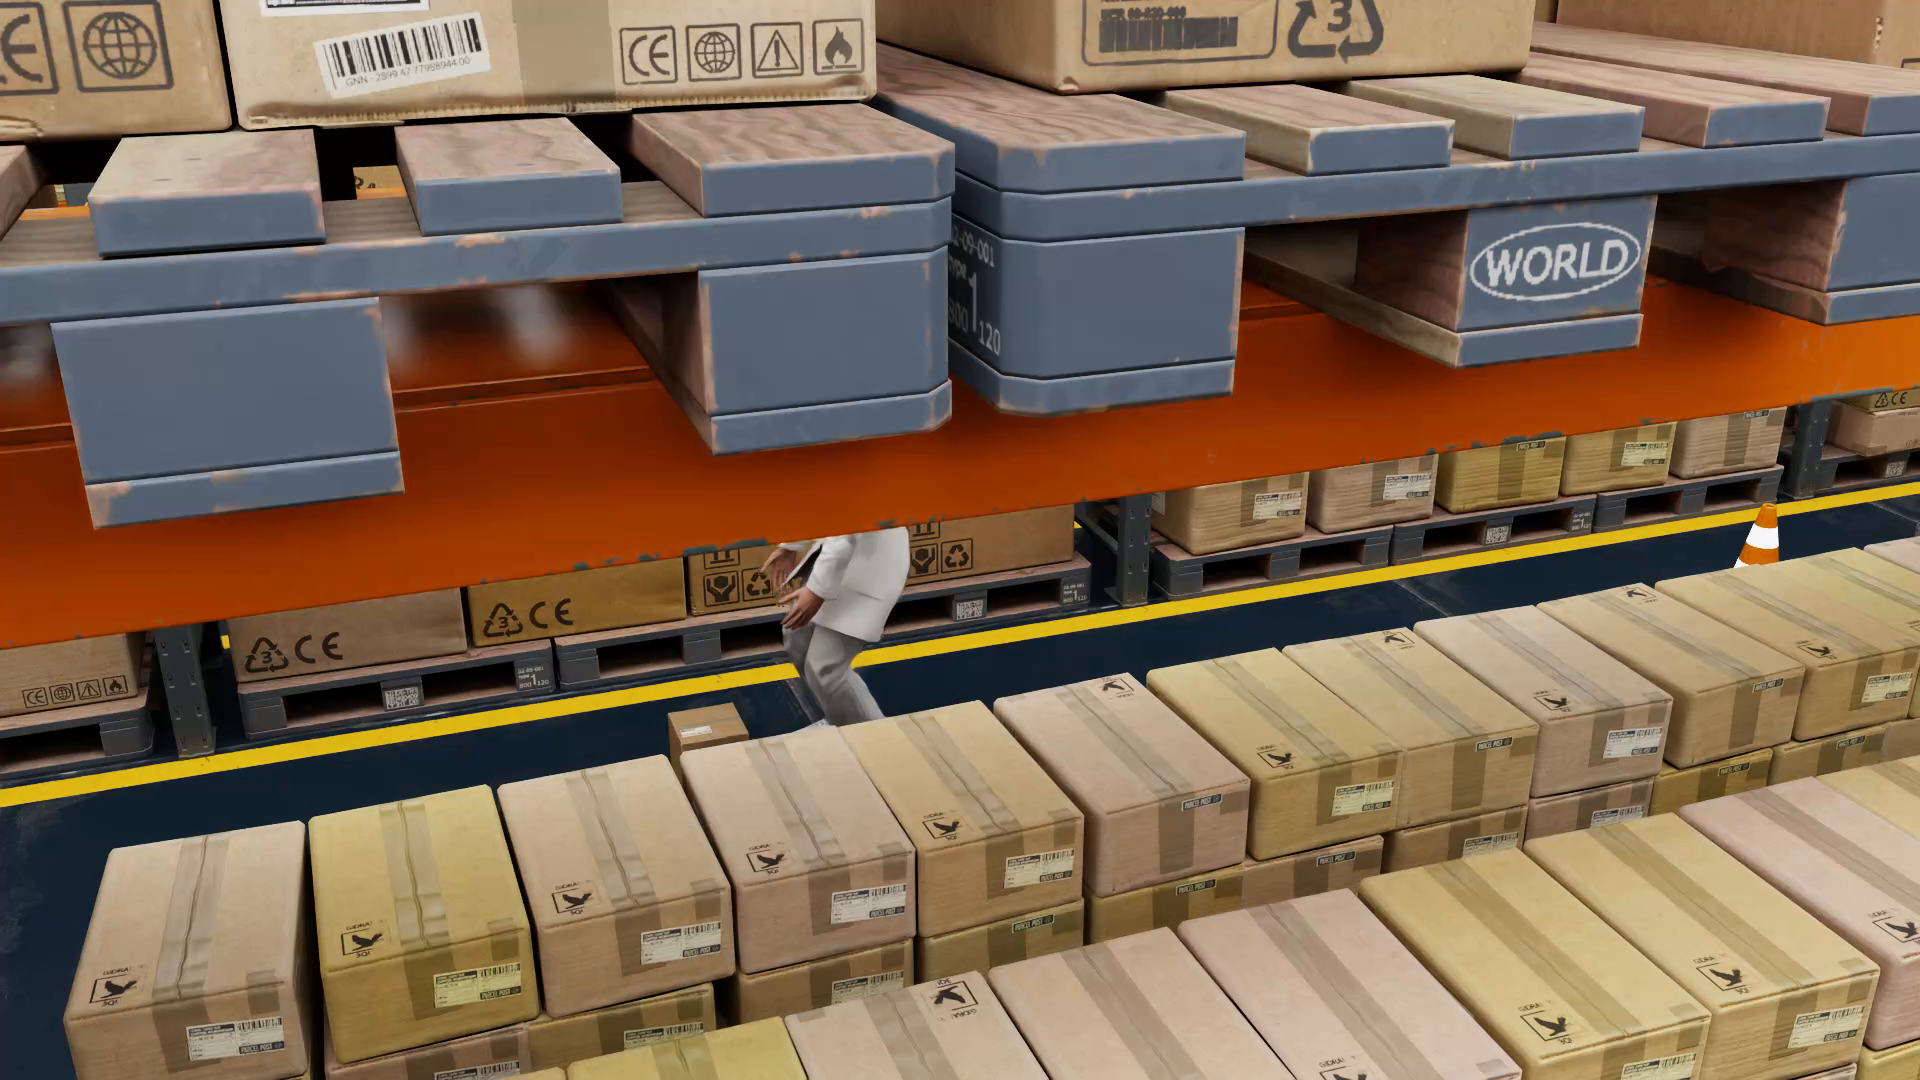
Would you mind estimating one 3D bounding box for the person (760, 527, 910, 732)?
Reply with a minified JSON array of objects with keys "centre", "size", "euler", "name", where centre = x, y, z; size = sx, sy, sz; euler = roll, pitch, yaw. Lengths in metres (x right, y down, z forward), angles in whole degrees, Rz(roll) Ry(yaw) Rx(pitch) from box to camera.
[{"centre":[-0.447,0.099,6.072],"size":[0.543,1.634,0.617],"euler":[-8,23,-18],"name":"person"}]
